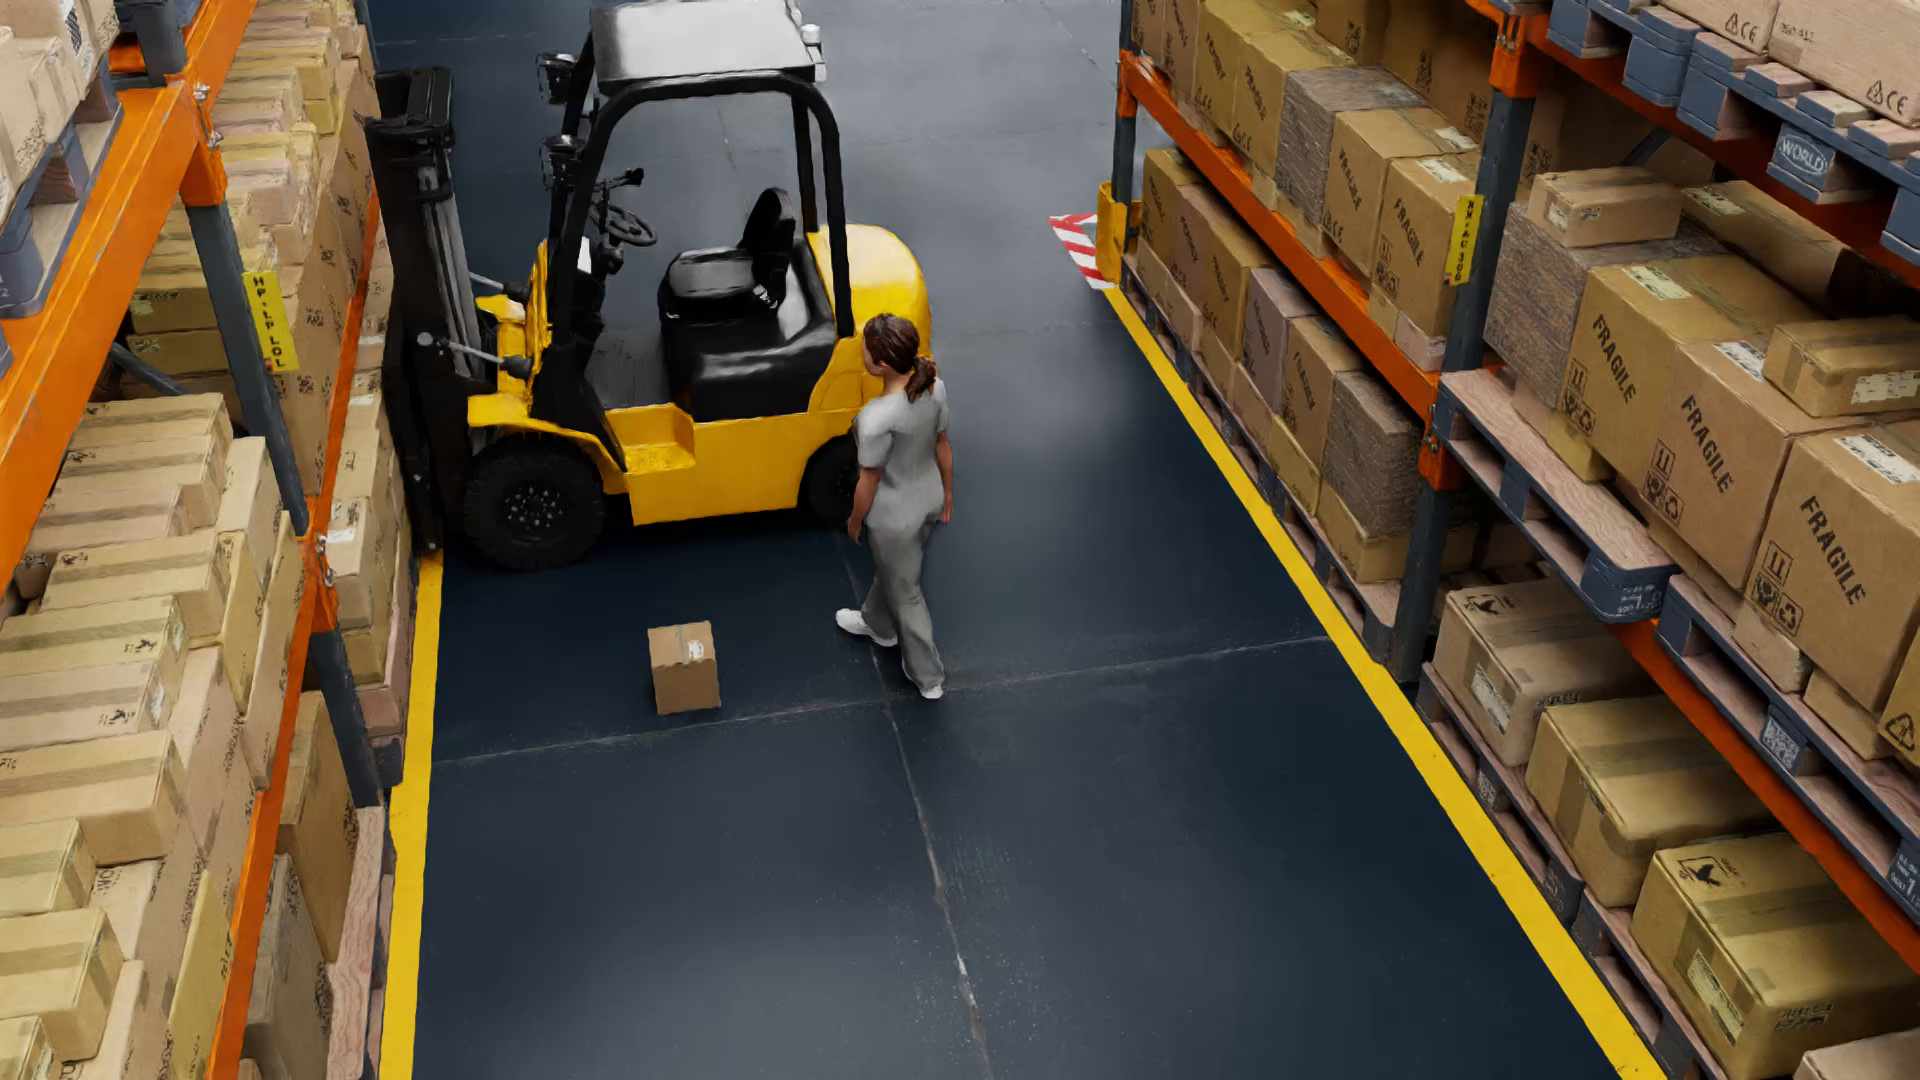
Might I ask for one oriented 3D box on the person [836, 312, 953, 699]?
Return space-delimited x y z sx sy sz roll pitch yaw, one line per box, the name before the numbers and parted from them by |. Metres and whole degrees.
person | -0.335 -0.157 6.366 0.647 1.669 0.463 23 41 30
